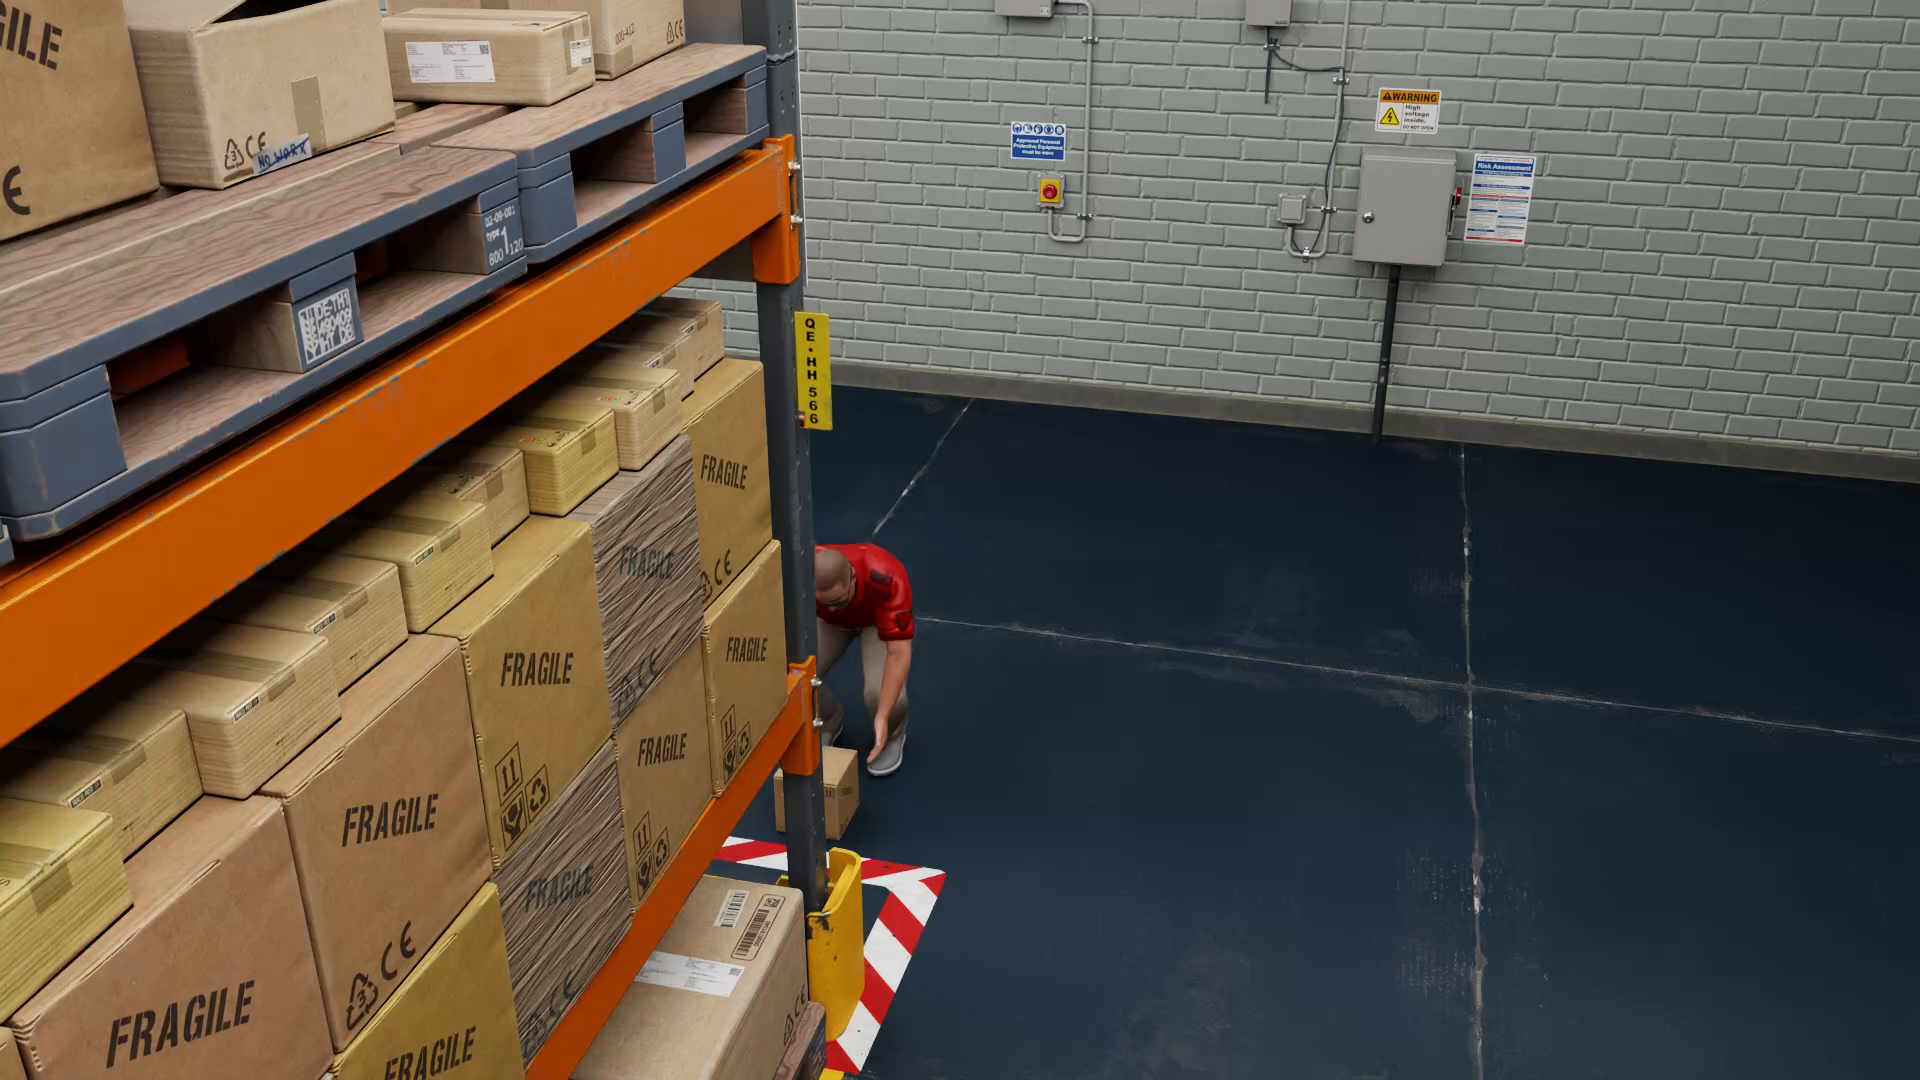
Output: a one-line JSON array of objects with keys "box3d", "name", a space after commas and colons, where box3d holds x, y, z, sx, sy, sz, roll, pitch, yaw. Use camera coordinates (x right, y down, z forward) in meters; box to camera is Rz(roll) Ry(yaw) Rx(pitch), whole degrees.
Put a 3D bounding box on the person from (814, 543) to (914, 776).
[{"box3d": [-0.418, 0.414, 6.490, 0.577, 1.102, 0.830, 6, 26, 13], "name": "person"}]
